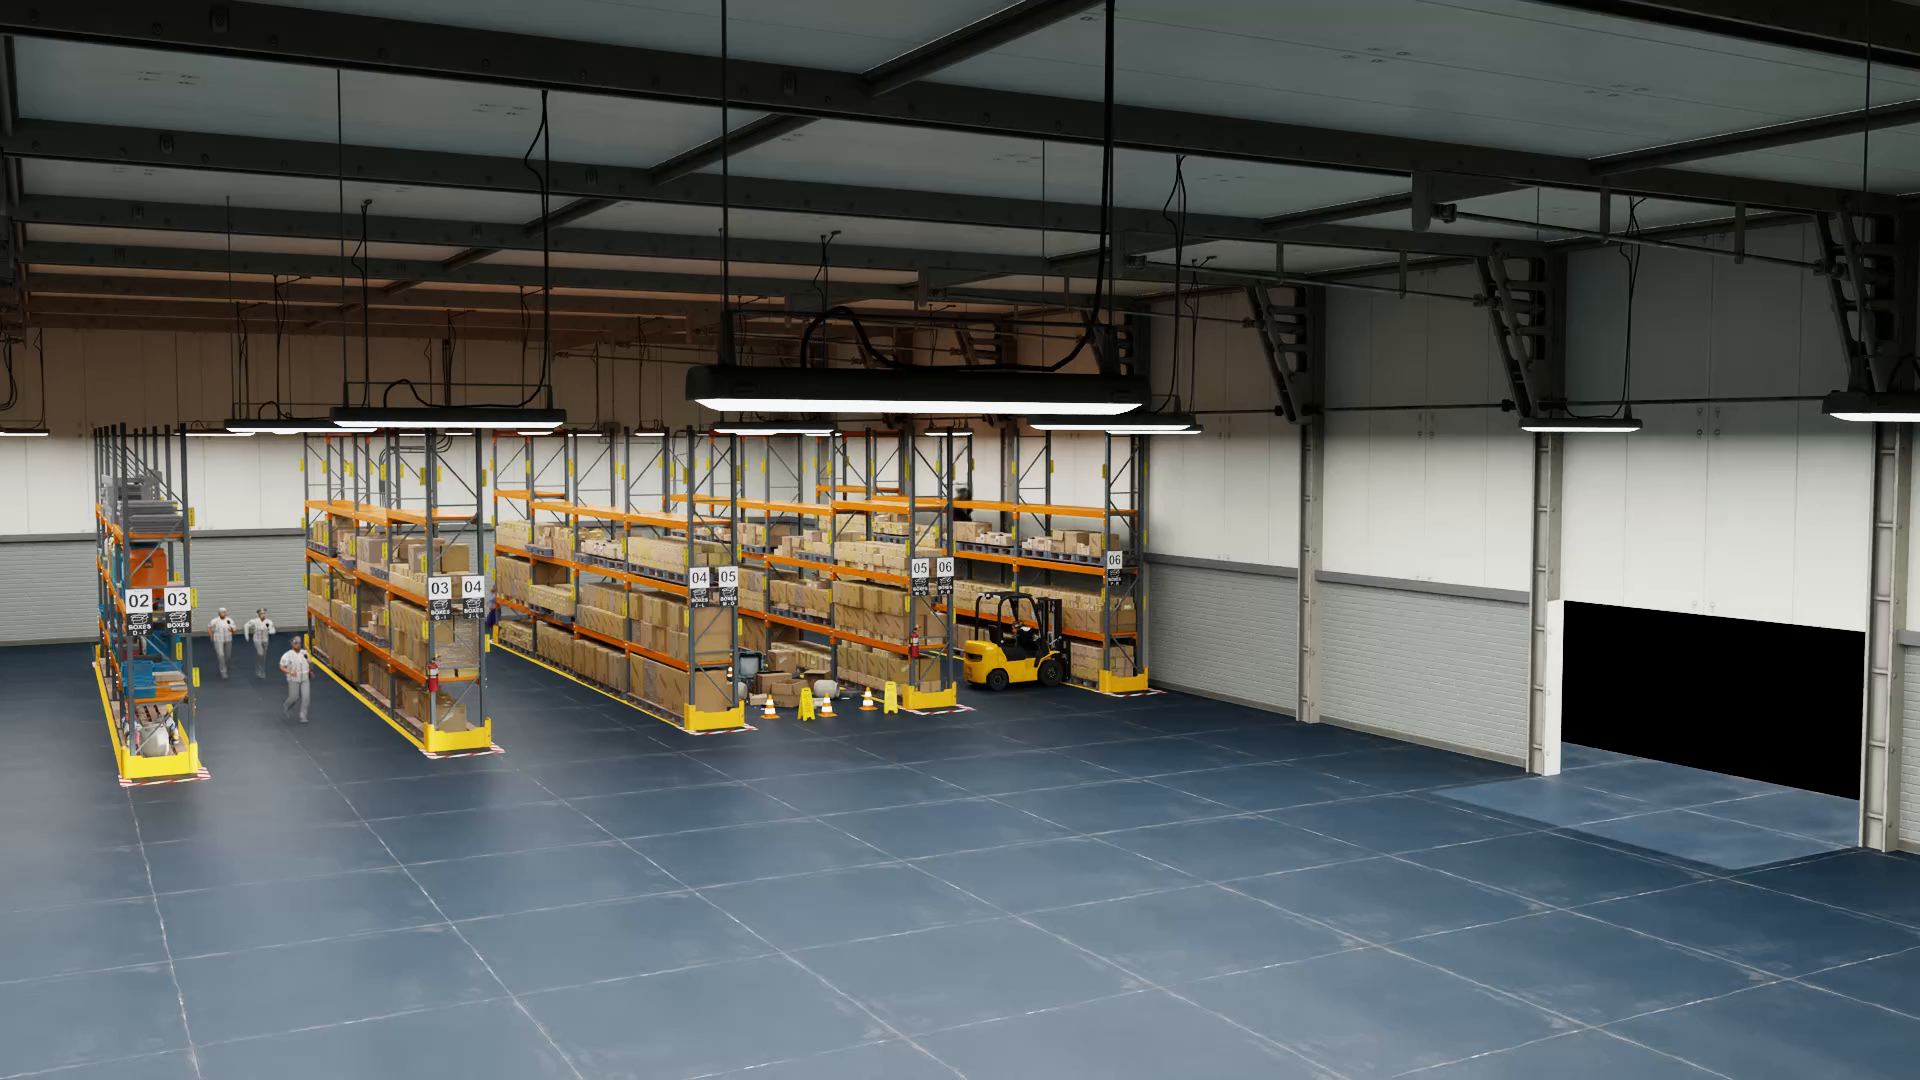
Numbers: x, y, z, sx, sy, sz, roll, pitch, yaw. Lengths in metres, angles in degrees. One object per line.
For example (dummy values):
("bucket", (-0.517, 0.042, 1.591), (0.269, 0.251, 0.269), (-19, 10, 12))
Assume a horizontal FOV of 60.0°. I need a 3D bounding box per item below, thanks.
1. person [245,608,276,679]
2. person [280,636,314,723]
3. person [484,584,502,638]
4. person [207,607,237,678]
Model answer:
("person", (-16.768, 2.471, 39.874), (0.637, 1.695, 0.805), (-3, 4, -37))
("person", (-13.418, 2.810, 33.692), (0.669, 1.738, 0.737), (-3, 5, -43))
("person", (-13.382, 2.046, 47.840), (0.593, 1.599, 0.638), (-2, 4, -24))
("person", (-17.736, 2.449, 40.022), (0.602, 1.661, 0.939), (-3, 4, -39))
